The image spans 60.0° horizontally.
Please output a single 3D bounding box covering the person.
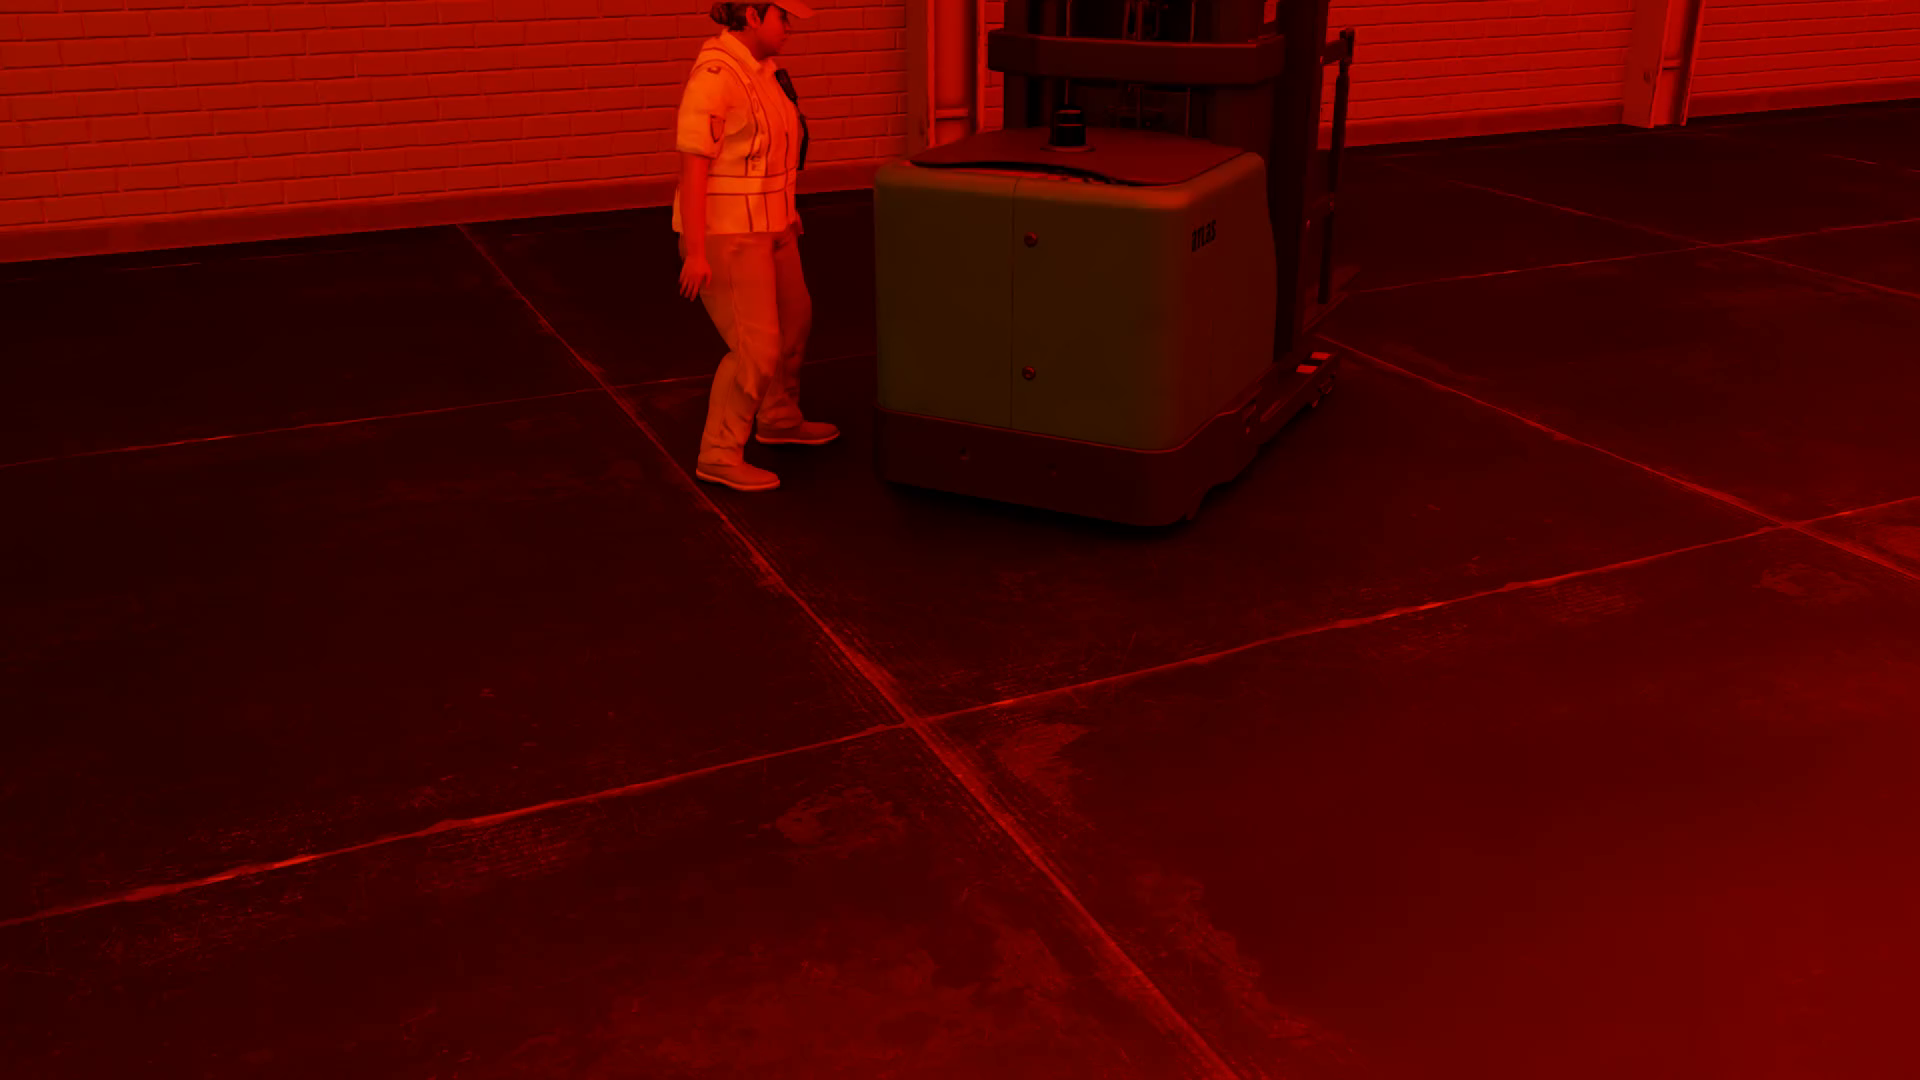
[{"bbox_3d":[-0.665,-0.998,5.384,0.459,1.640,0.778,5,23,11],"label":"person"}]

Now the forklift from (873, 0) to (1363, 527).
[{"bbox_3d":[0.831,-1.921,5.911,1.130,2.935,3.031,11,25,24],"label":"forklift"}]
